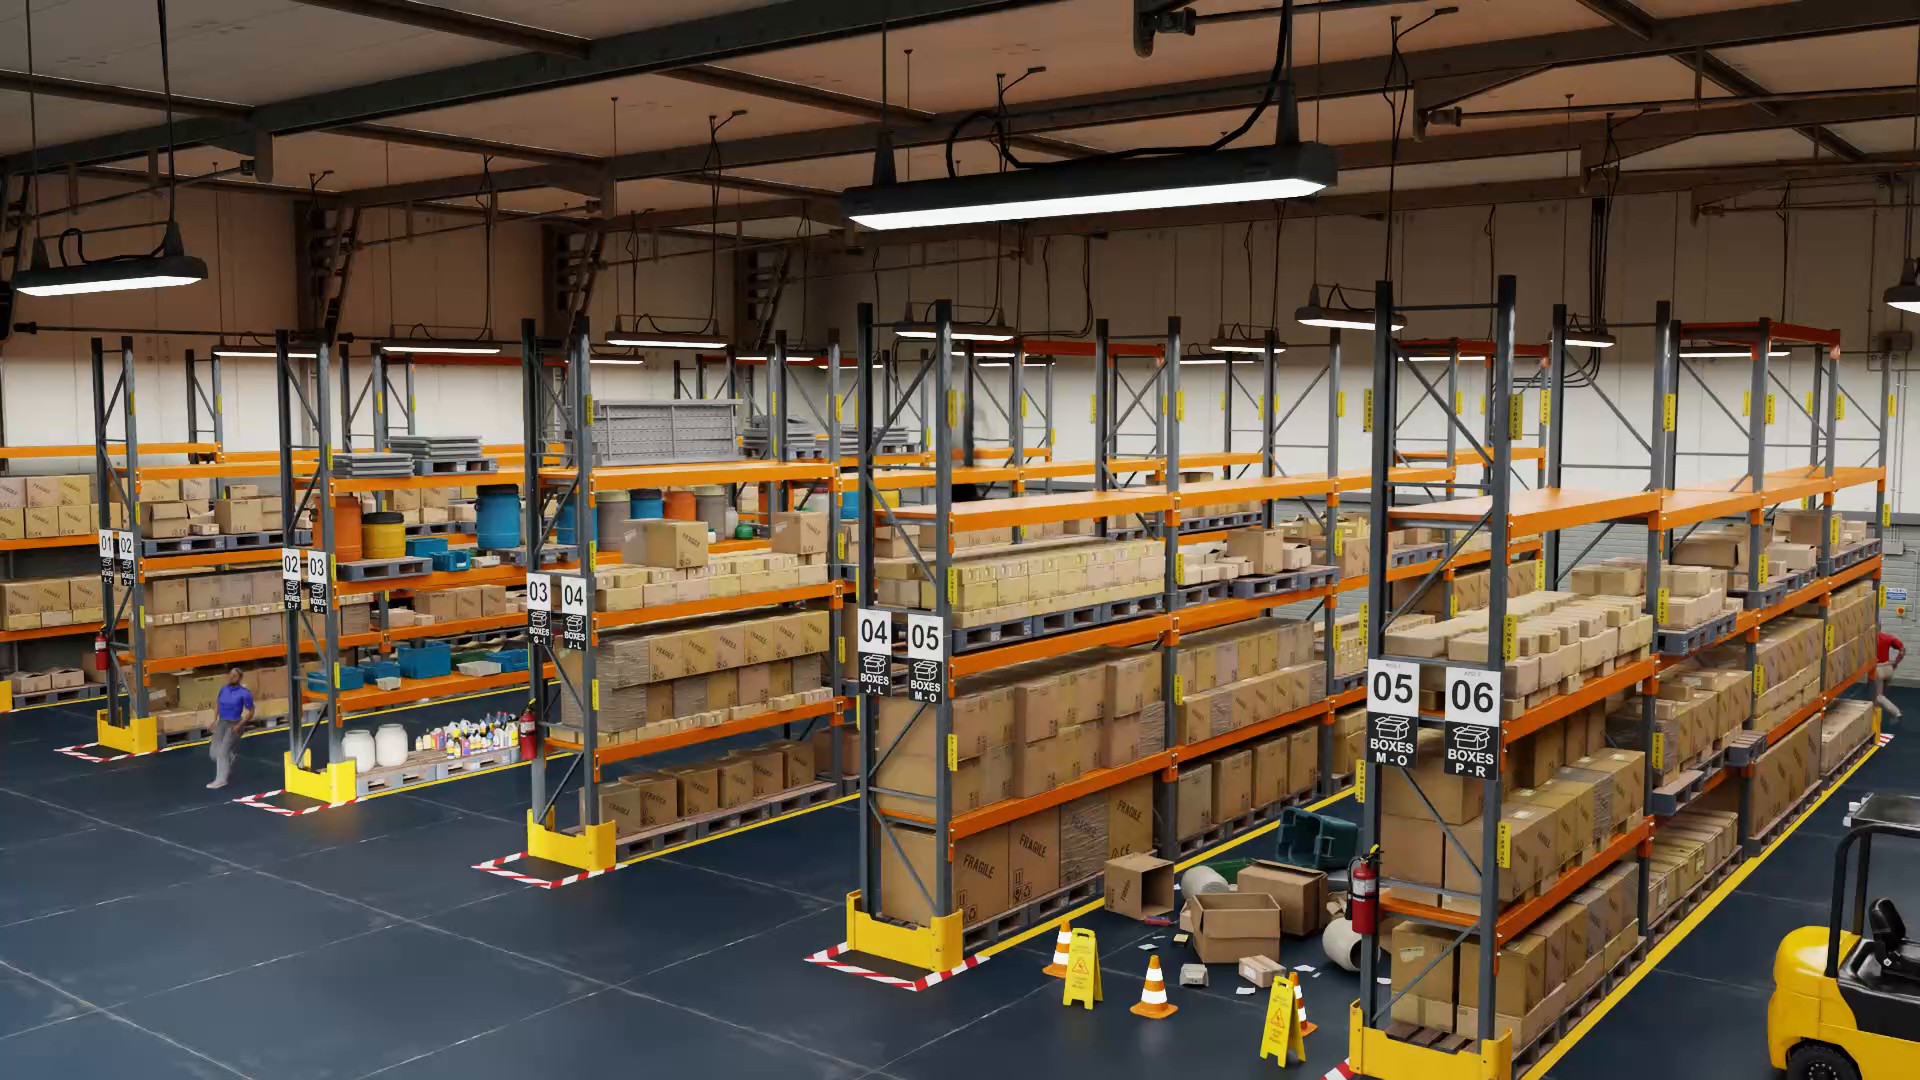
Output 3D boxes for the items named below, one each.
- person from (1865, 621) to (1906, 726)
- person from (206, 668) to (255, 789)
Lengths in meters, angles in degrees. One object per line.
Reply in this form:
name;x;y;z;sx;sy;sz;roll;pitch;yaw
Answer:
person;14.261;2.081;25.839;0.706;1.697;0.894;-1;5;-11
person;-9.606;2.470;21.935;0.613;1.579;0.504;1;5;11
